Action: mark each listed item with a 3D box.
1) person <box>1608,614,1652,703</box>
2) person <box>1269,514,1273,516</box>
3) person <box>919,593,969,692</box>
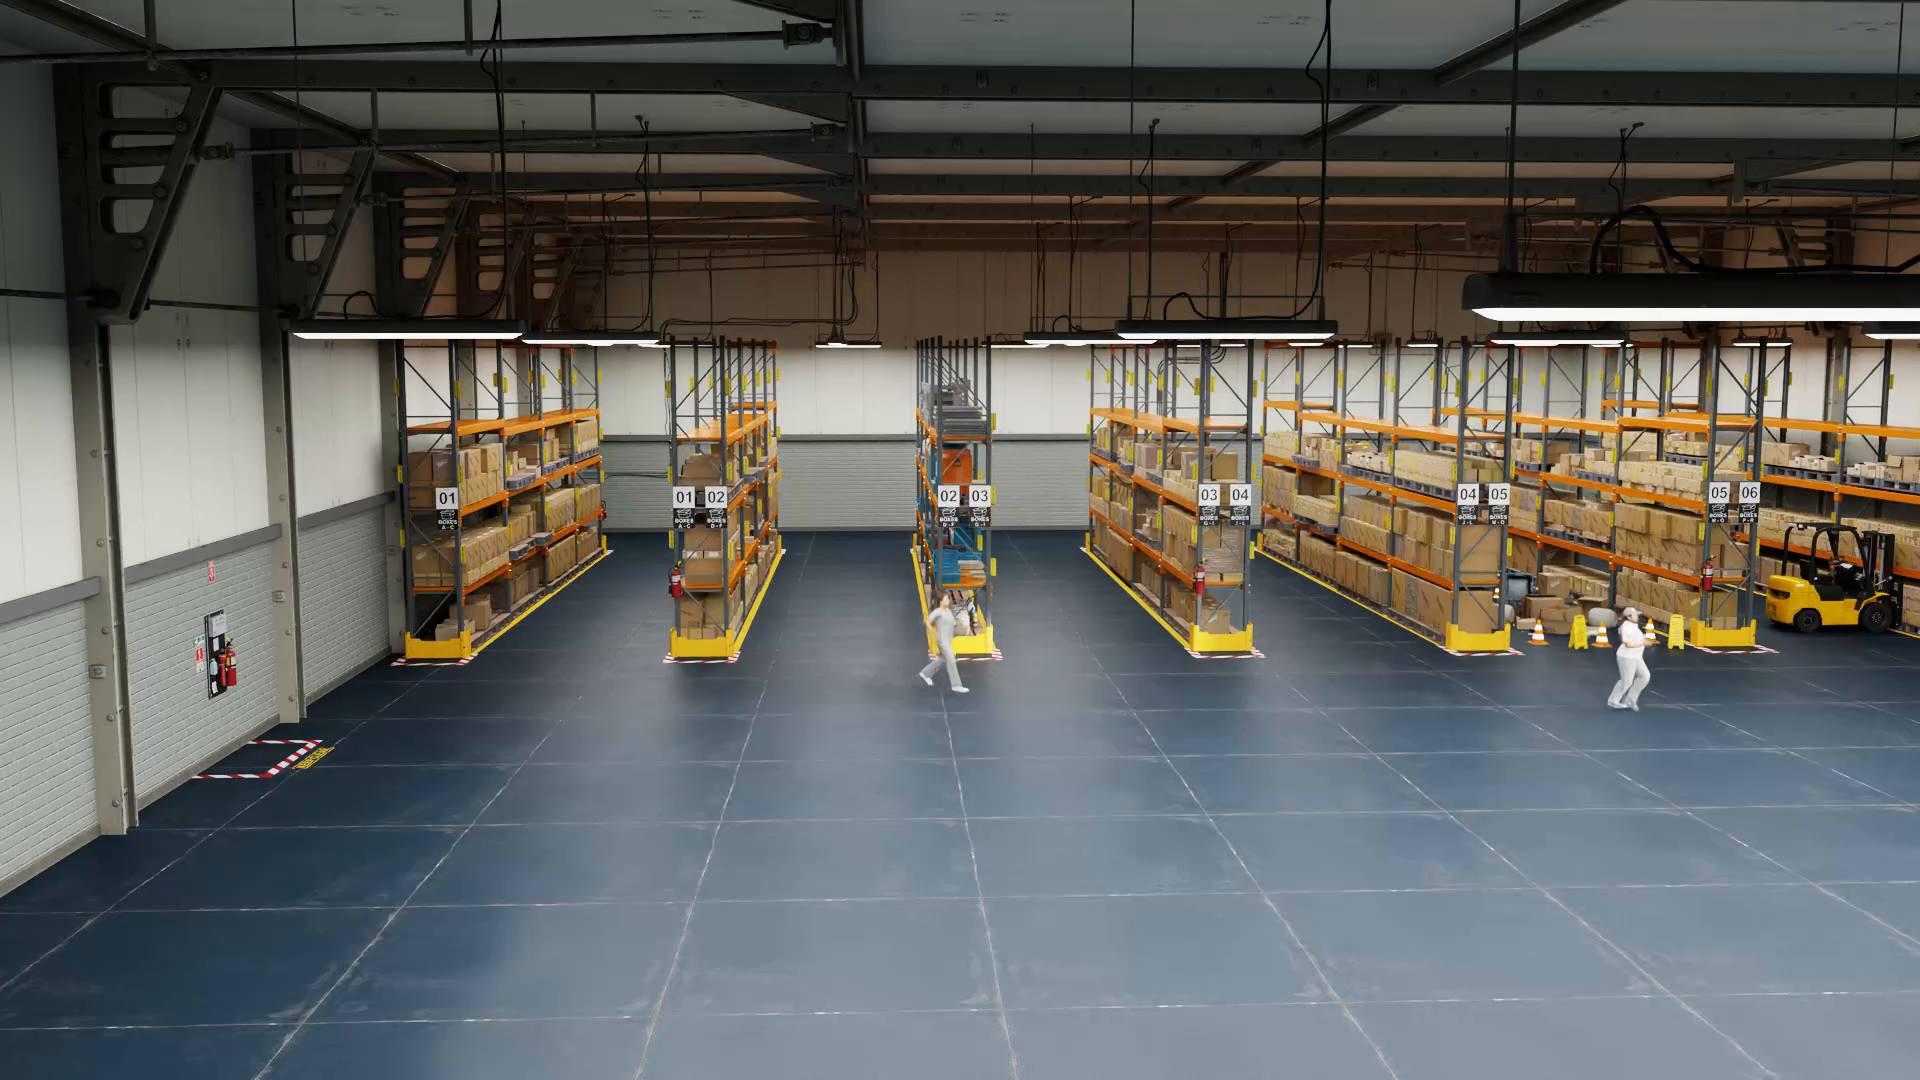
[{"bbox_3d":[10.691,1.851,26.441,0.643,1.536,0.583,4,8,34],"label":"person"},{"bbox_3d":[9.301,-0.671,49.163,0.822,1.702,0.587,0,6,1],"label":"person"},{"bbox_3d":[-0.241,1.696,27.925,0.893,1.639,0.565,3,7,25],"label":"person"}]
